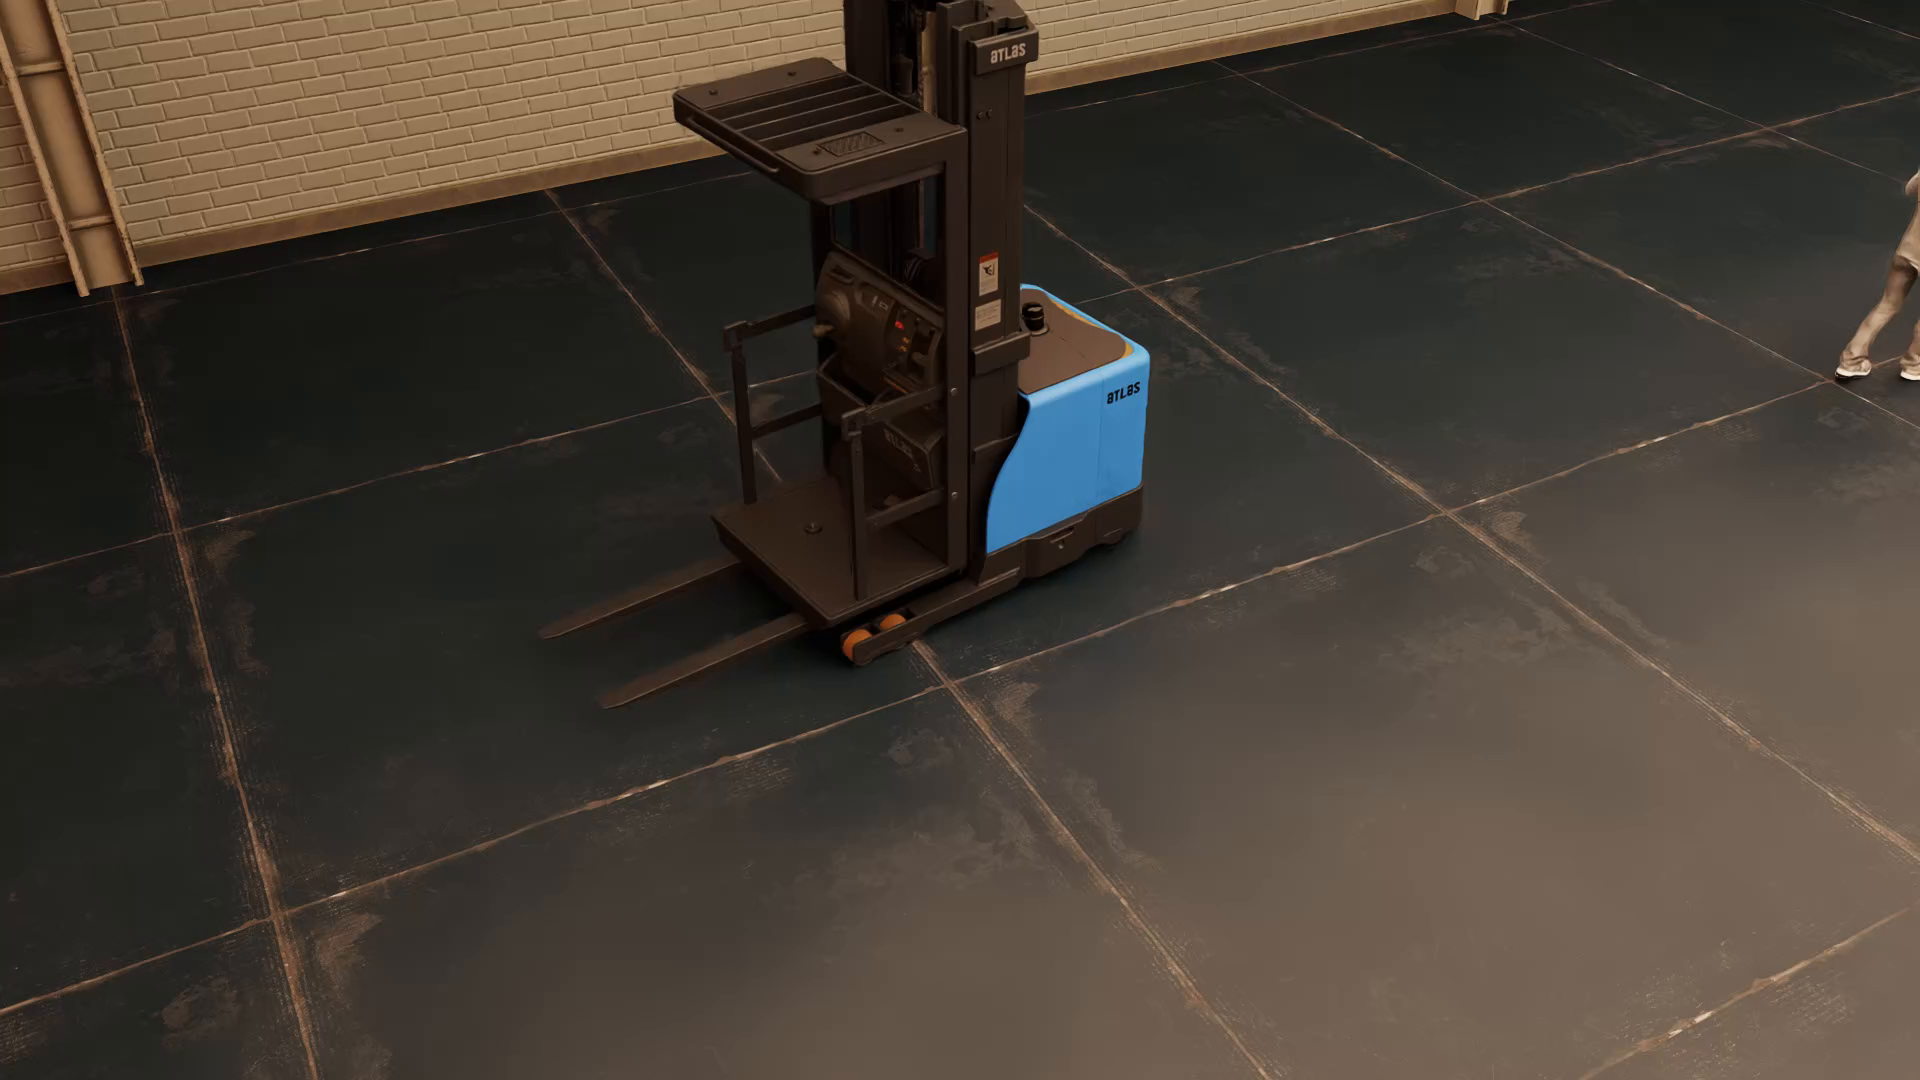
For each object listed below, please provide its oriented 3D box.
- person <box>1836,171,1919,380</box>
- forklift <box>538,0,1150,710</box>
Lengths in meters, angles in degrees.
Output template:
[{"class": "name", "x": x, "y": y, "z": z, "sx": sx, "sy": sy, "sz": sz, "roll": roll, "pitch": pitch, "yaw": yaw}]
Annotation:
[{"class": "person", "x": 5.621, "y": -1.611, "z": 9.596, "sx": 0.706, "sy": 1.571, "sz": 0.817, "roll": -13, "pitch": 37, "yaw": -18}, {"class": "forklift", "x": -0.539, "y": -0.955, "z": 7.475, "sx": 3.031, "sy": 2.935, "sz": 1.130, "roll": -23, "pitch": 41, "yaw": -29}]
